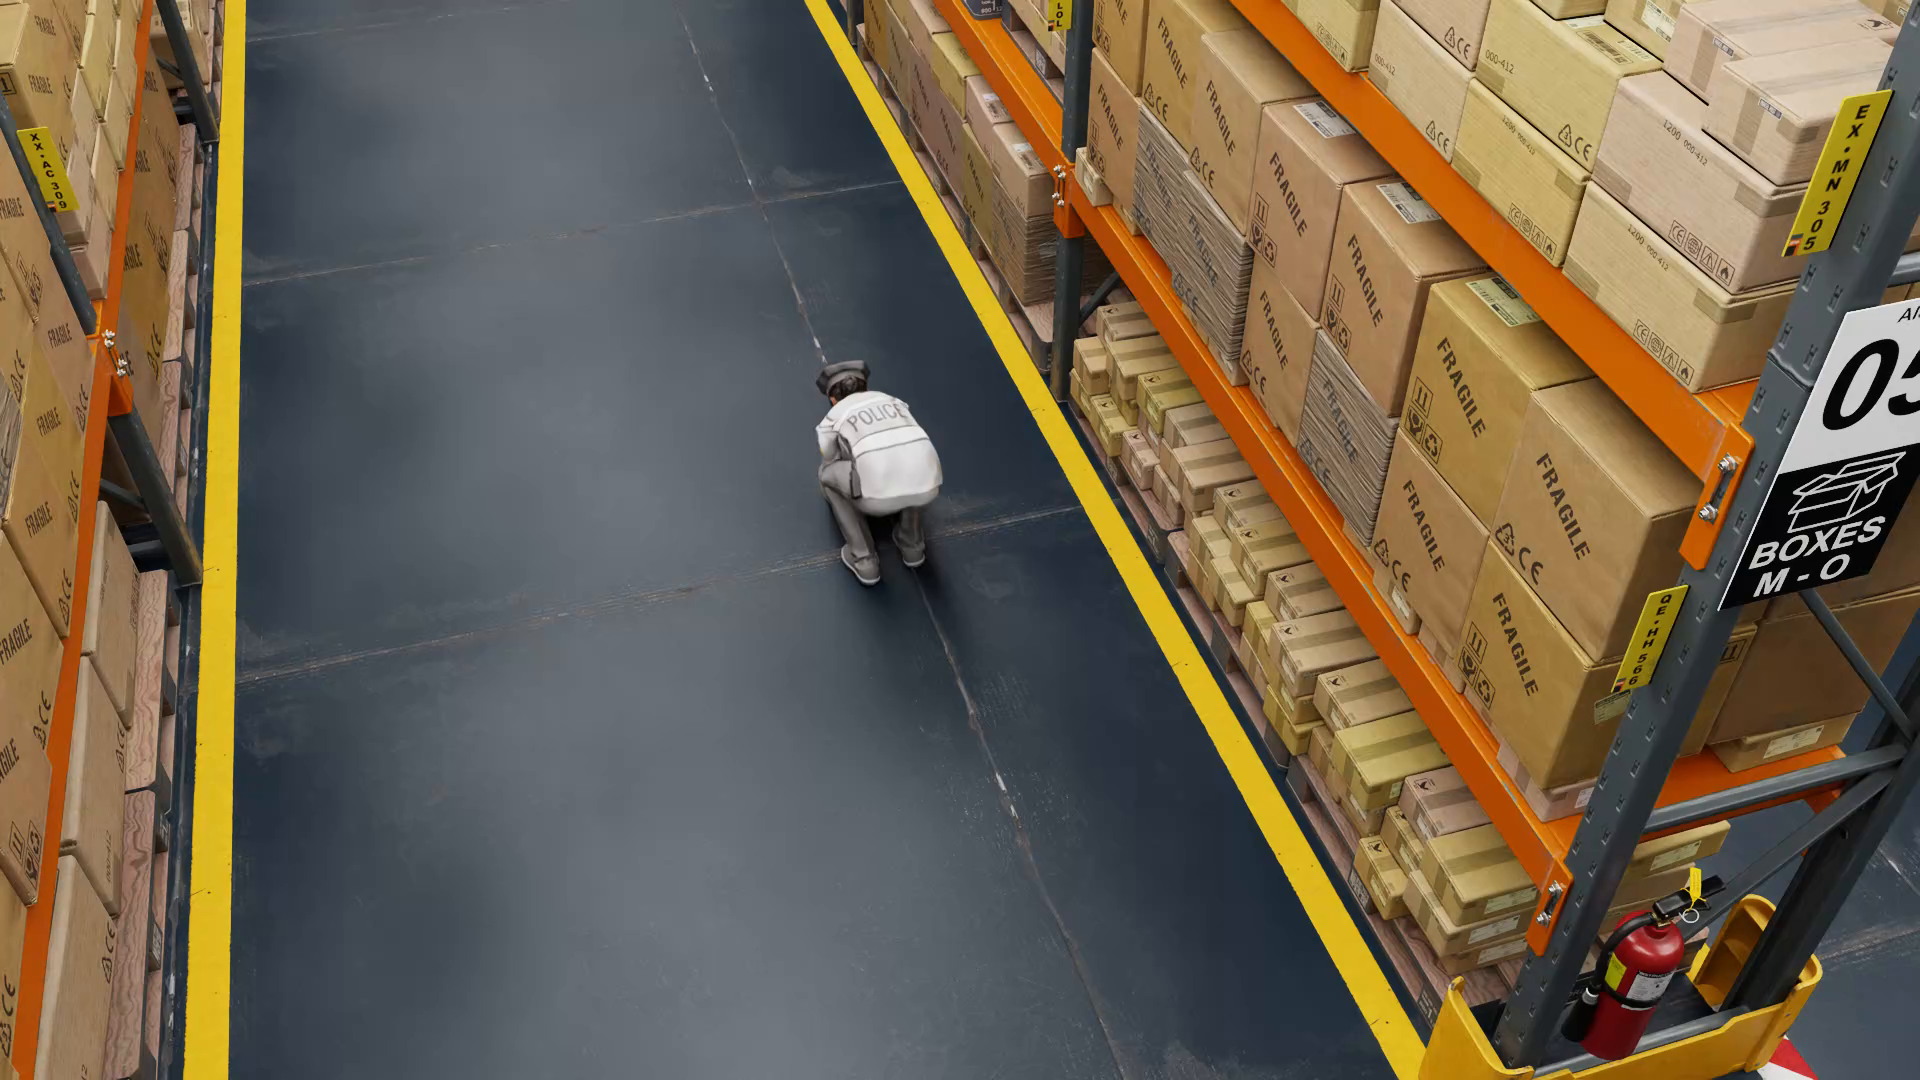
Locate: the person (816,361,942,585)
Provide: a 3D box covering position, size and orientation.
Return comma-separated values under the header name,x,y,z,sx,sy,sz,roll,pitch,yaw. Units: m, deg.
name,x,y,z,sx,sy,sz,roll,pitch,yaw
person,-0.371,-0.283,7.144,0.456,0.783,0.910,-13,44,-14
